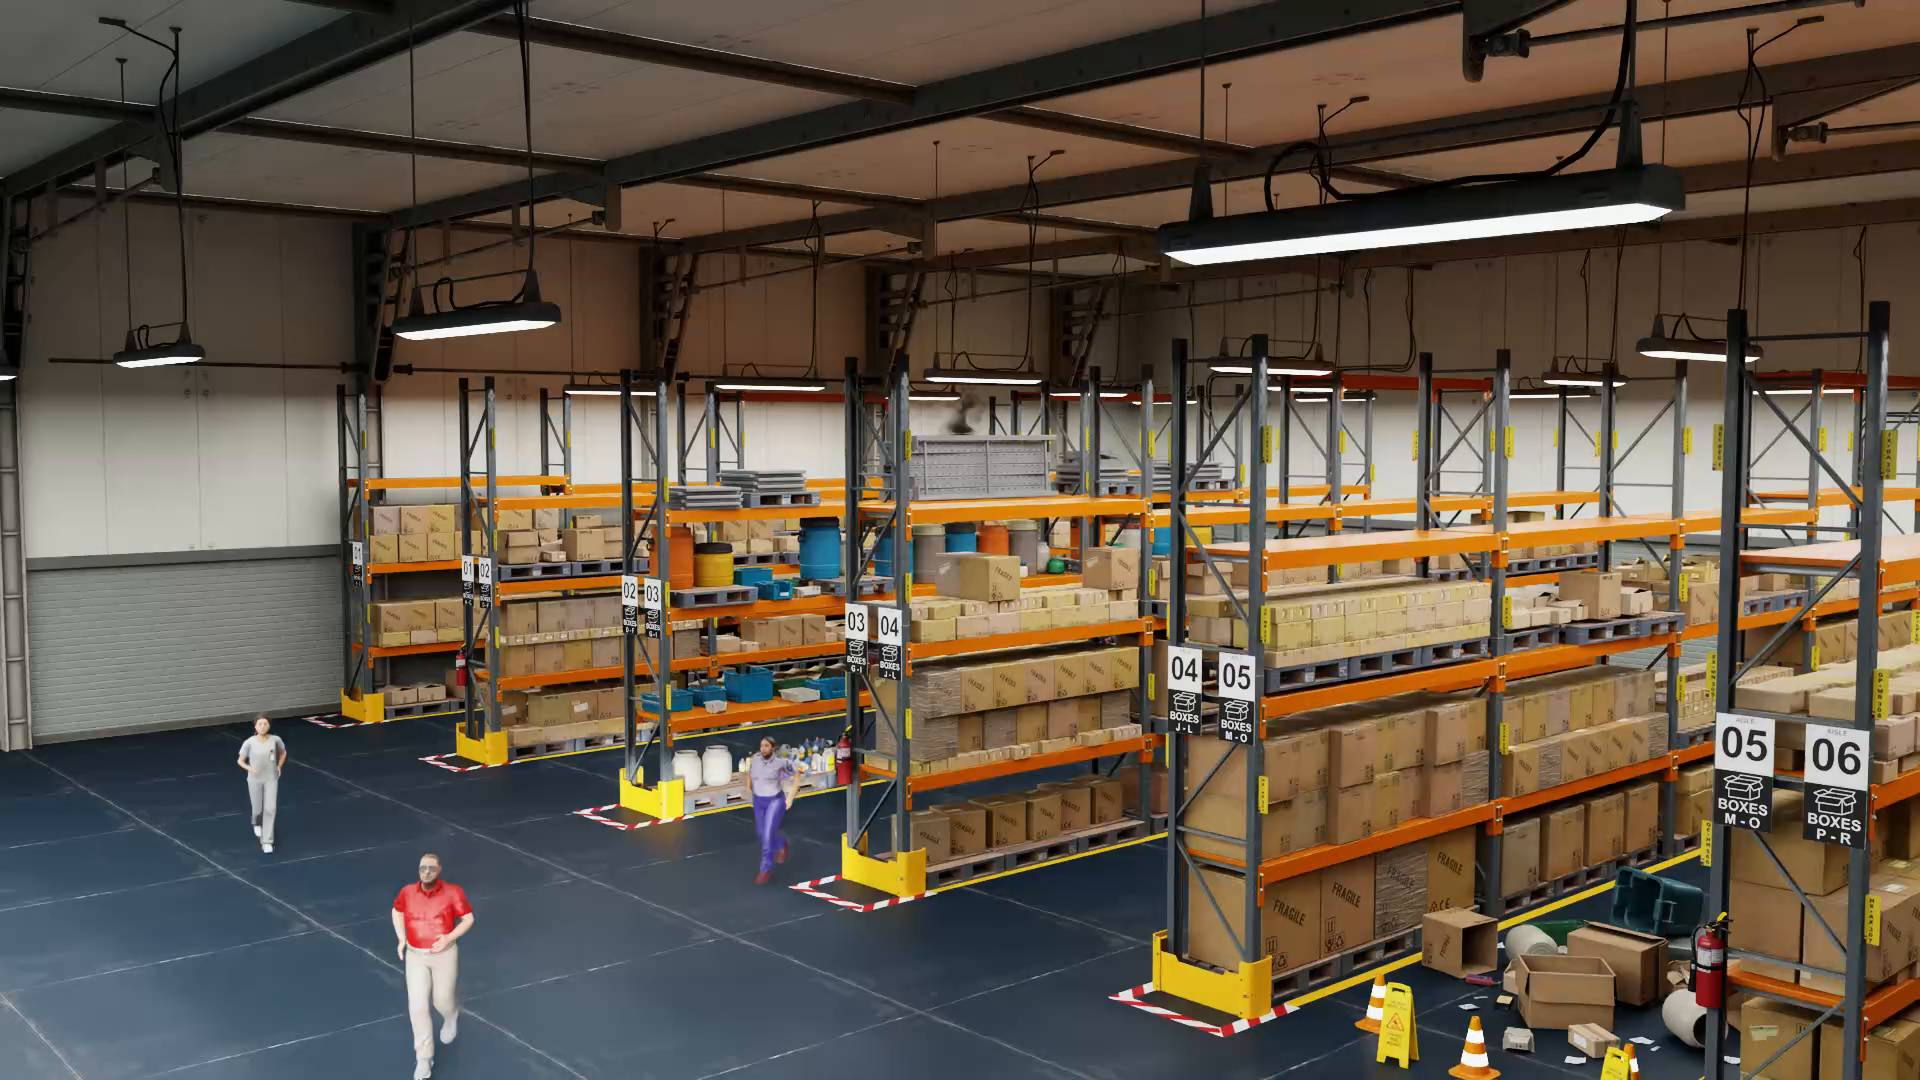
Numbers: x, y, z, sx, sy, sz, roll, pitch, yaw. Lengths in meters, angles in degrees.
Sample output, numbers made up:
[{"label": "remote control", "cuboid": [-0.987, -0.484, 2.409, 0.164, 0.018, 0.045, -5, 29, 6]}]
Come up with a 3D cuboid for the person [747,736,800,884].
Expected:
[{"label": "person", "cuboid": [-2.200, 3.099, 19.348, 0.643, 1.644, 0.841, 2, 4, 26]}]

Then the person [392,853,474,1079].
[{"label": "person", "cuboid": [-4.299, 3.405, 13.530, 0.672, 1.717, 0.911, -1, 4, -9]}]

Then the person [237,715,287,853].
[{"label": "person", "cuboid": [-8.591, 2.972, 20.513, 0.578, 1.644, 0.880, -2, 4, -29]}]

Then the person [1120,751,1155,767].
[{"label": "person", "cuboid": [2.596, 2.723, 23.933, 0.672, 1.776, 0.880, 3, 5, 34]}]
